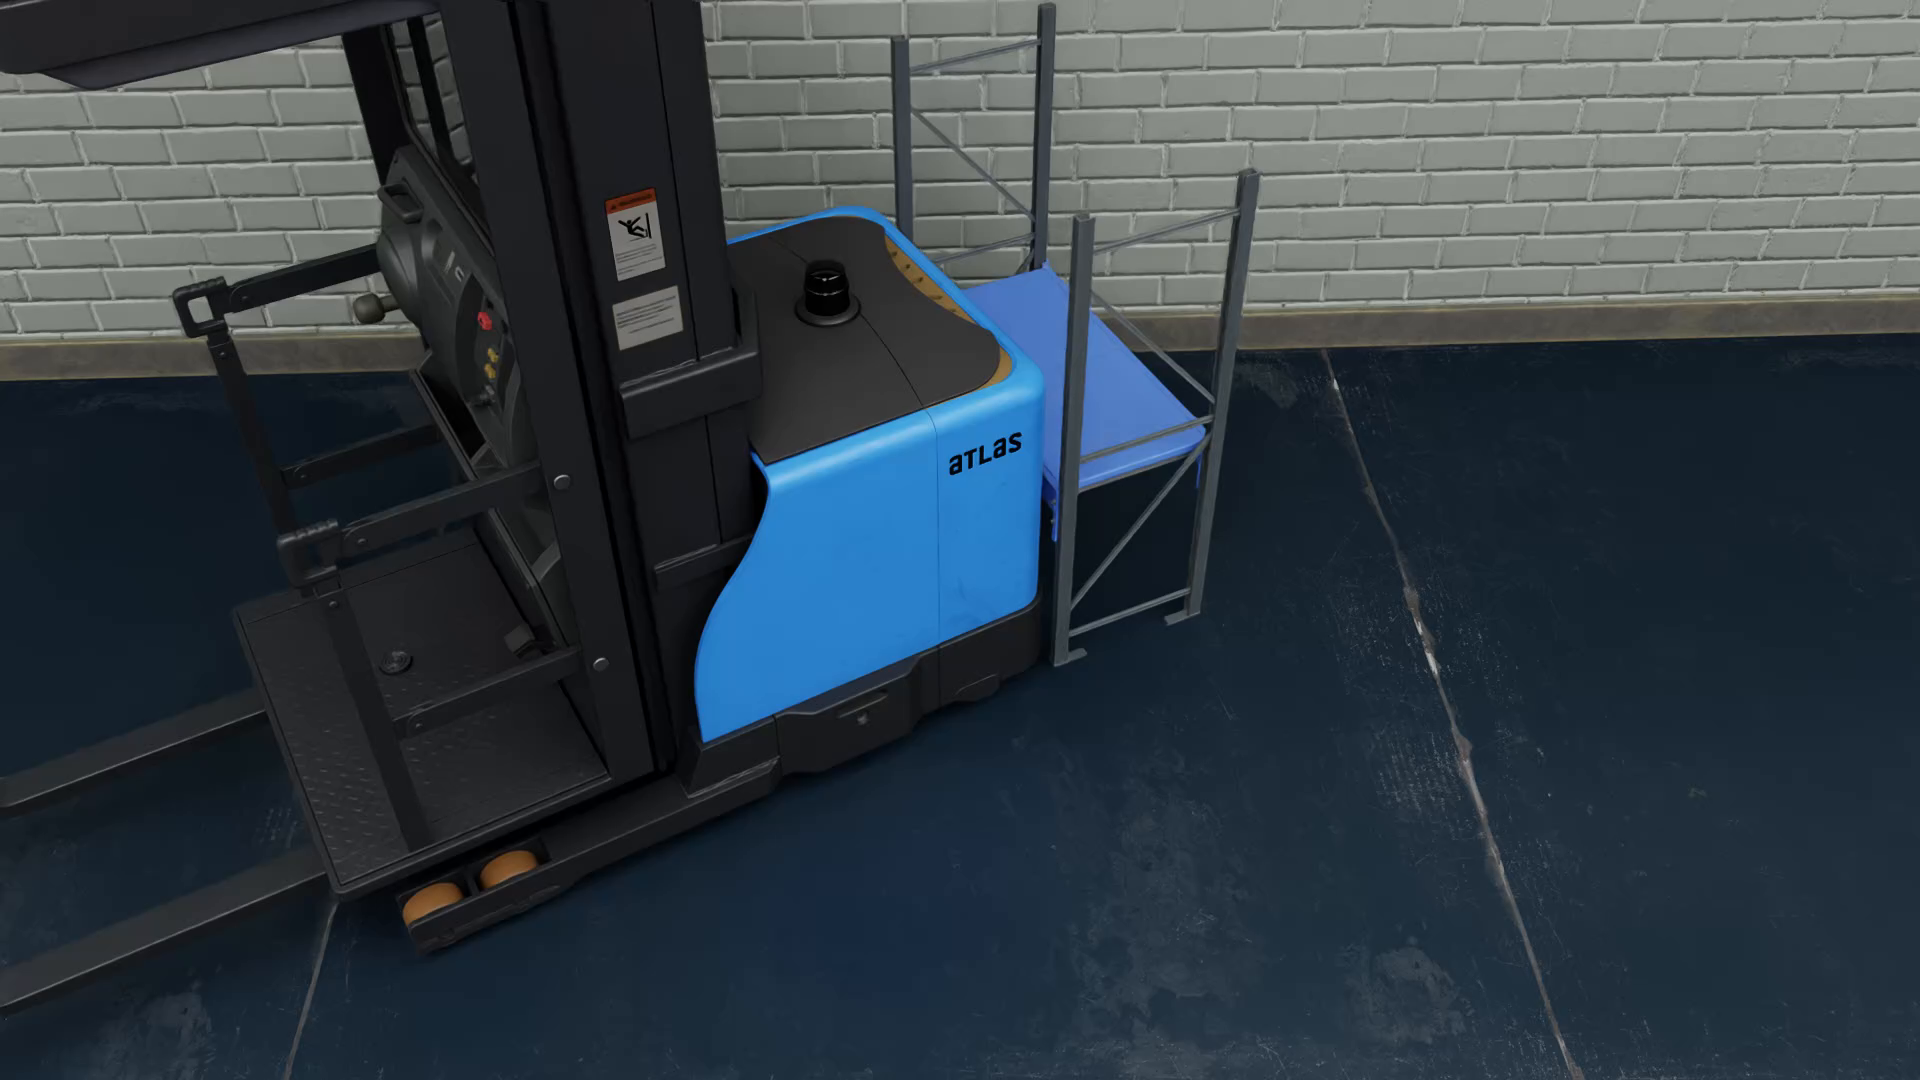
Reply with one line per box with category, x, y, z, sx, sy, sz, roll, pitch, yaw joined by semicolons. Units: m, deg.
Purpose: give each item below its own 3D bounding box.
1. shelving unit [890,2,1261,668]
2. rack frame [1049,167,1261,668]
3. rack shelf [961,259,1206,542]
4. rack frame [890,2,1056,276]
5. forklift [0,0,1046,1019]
shelving unit;0.266;-0.572;4.764;0.538;1.500;1.048;-19;46;-19
rack frame;0.492;-0.264;4.428;0.500;1.500;0.032;-19;46;-19
rack shelf;0.266;-0.439;4.886;0.538;0.185;1.000;-19;46;-19
rack frame;0.040;-0.880;5.100;0.500;1.500;0.032;-19;46;-19
forklift;-1.301;-0.477;3.601;3.031;2.935;1.130;-22;47;-22
